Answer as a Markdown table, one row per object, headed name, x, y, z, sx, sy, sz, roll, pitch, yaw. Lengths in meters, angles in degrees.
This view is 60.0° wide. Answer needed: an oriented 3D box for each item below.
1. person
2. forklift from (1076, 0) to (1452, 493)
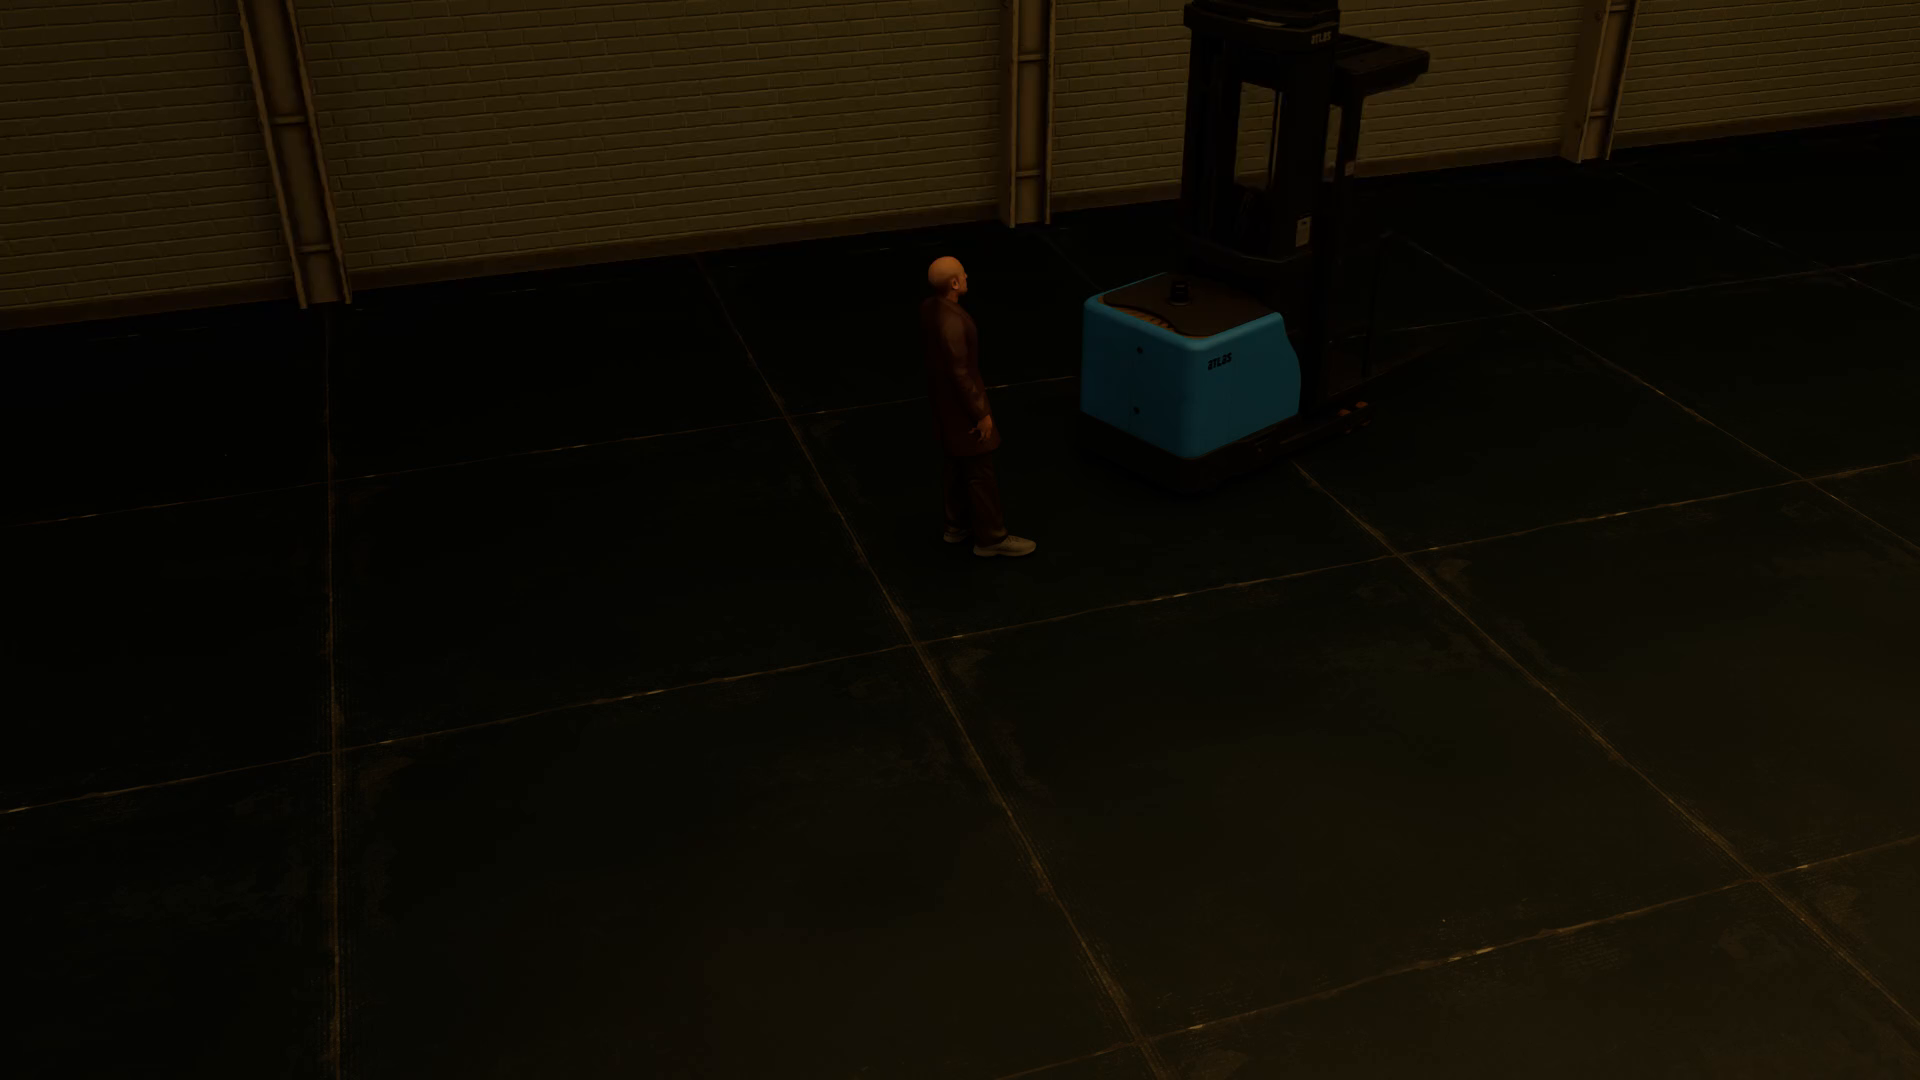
| name | x | y | z | sx | sy | sz | roll | pitch | yaw |
| --- | --- | --- | --- | --- | --- | --- | --- | --- | --- |
| person | 0.088 | -0.790 | 9.601 | 0.579 | 1.778 | 0.696 | -10 | 31 | -16 |
| forklift | 2.215 | -2.166 | 10.852 | 3.031 | 2.935 | 1.130 | -23 | 37 | -34 |
